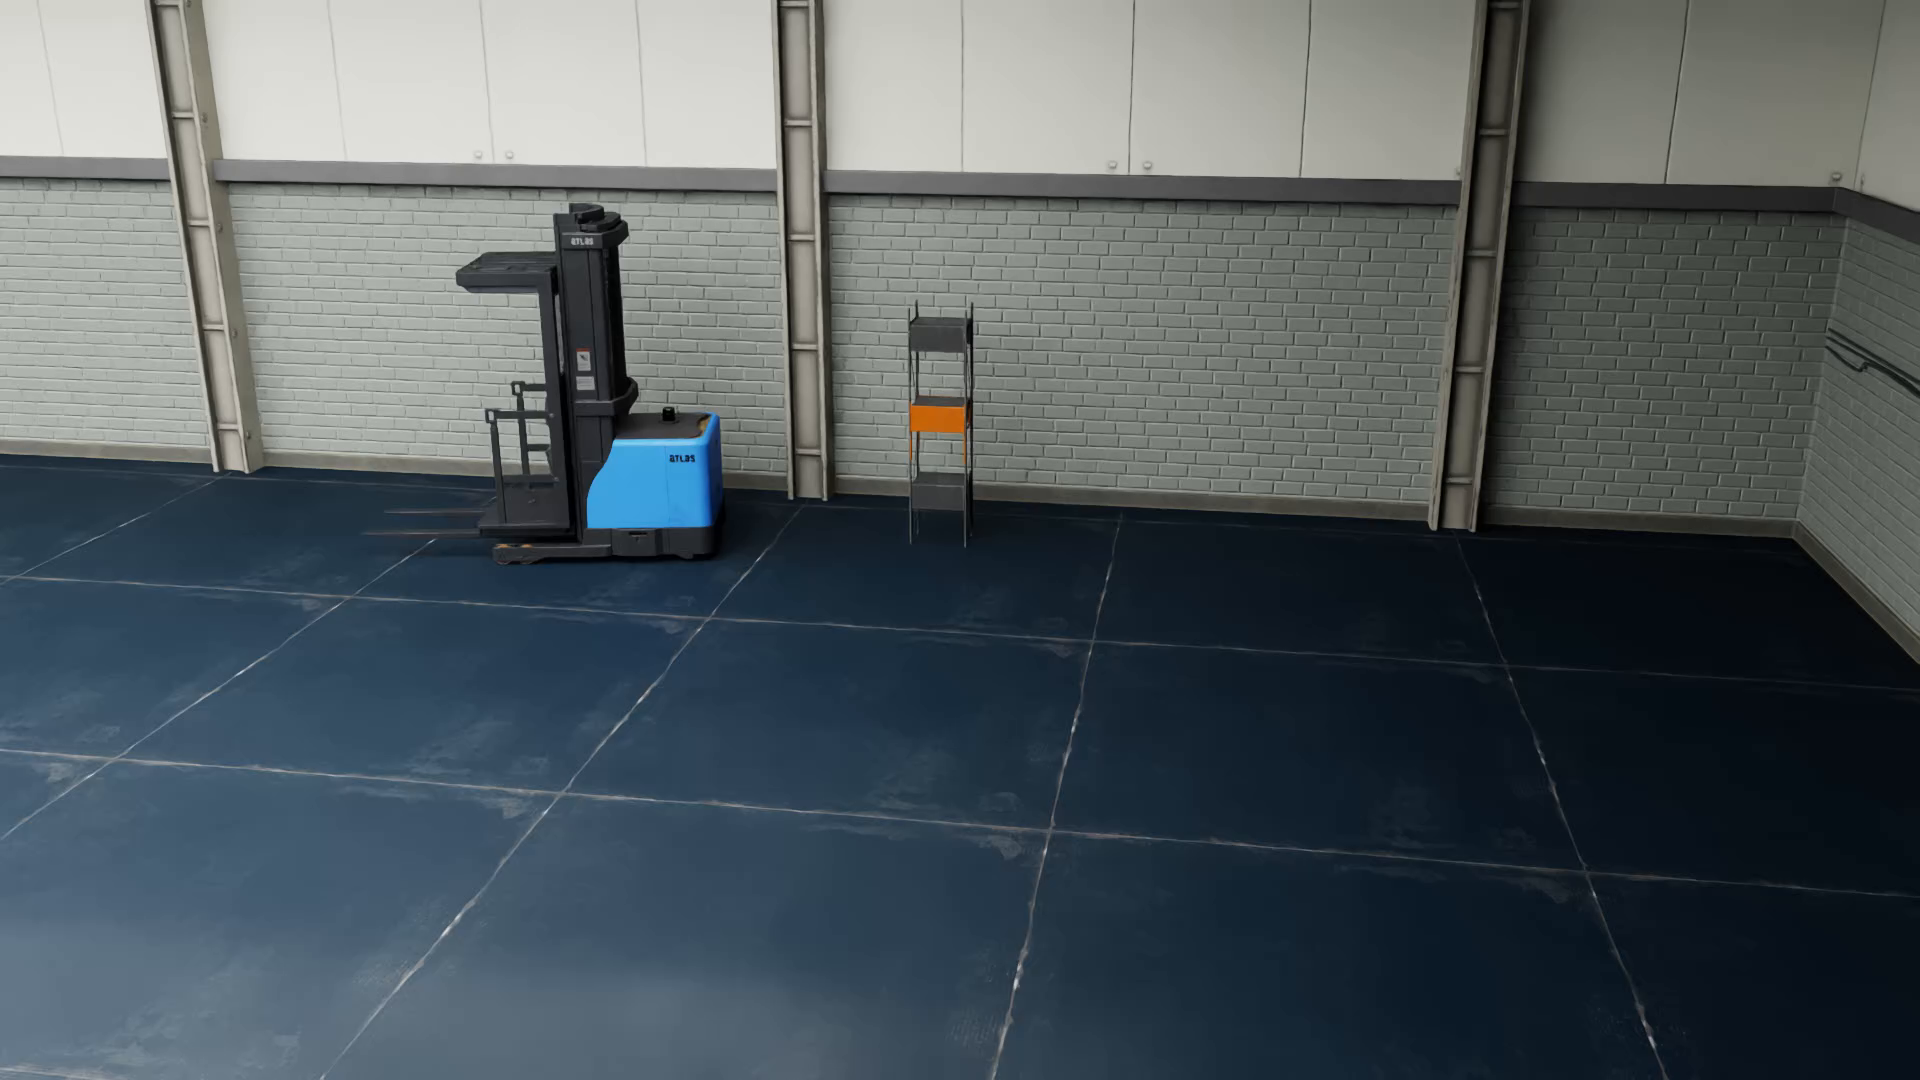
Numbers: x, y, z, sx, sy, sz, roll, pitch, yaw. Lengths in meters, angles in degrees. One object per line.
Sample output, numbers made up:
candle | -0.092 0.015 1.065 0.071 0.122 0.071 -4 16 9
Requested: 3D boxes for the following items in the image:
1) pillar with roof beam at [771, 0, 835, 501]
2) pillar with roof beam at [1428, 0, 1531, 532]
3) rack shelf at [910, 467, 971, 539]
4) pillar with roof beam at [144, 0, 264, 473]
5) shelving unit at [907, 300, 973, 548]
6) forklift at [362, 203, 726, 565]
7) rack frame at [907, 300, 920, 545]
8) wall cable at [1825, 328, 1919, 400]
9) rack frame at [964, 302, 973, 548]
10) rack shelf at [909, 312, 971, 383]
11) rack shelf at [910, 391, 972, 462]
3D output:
pillar with roof beam | -2.118 -3.349 10.630 0.400 9.000 9.100 3 19 9
pillar with roof beam | 3.806 -3.047 9.728 0.400 9.000 9.100 3 19 9
rack shelf | -0.163 -0.327 14.721 0.480 0.518 0.431 3 19 9
pillar with roof beam | -8.042 -3.651 11.533 0.400 9.000 9.100 3 19 9
shelving unit | -0.163 -1.004 14.495 0.503 2.100 0.431 3 19 9
forklift | -3.629 -1.352 14.224 3.031 2.935 1.130 -1 19 -2
rack frame | -0.404 -1.016 14.532 0.015 2.100 0.400 3 19 9
wall cable | 7.188 -2.361 12.570 0.112 2.526 3.097 3 19 9
rack frame | 0.077 -0.992 14.458 0.015 2.100 0.400 3 19 9
rack shelf | -0.163 -1.655 14.277 0.480 0.518 0.431 3 19 9
rack shelf | -0.163 -0.991 14.499 0.480 0.518 0.431 3 19 9
